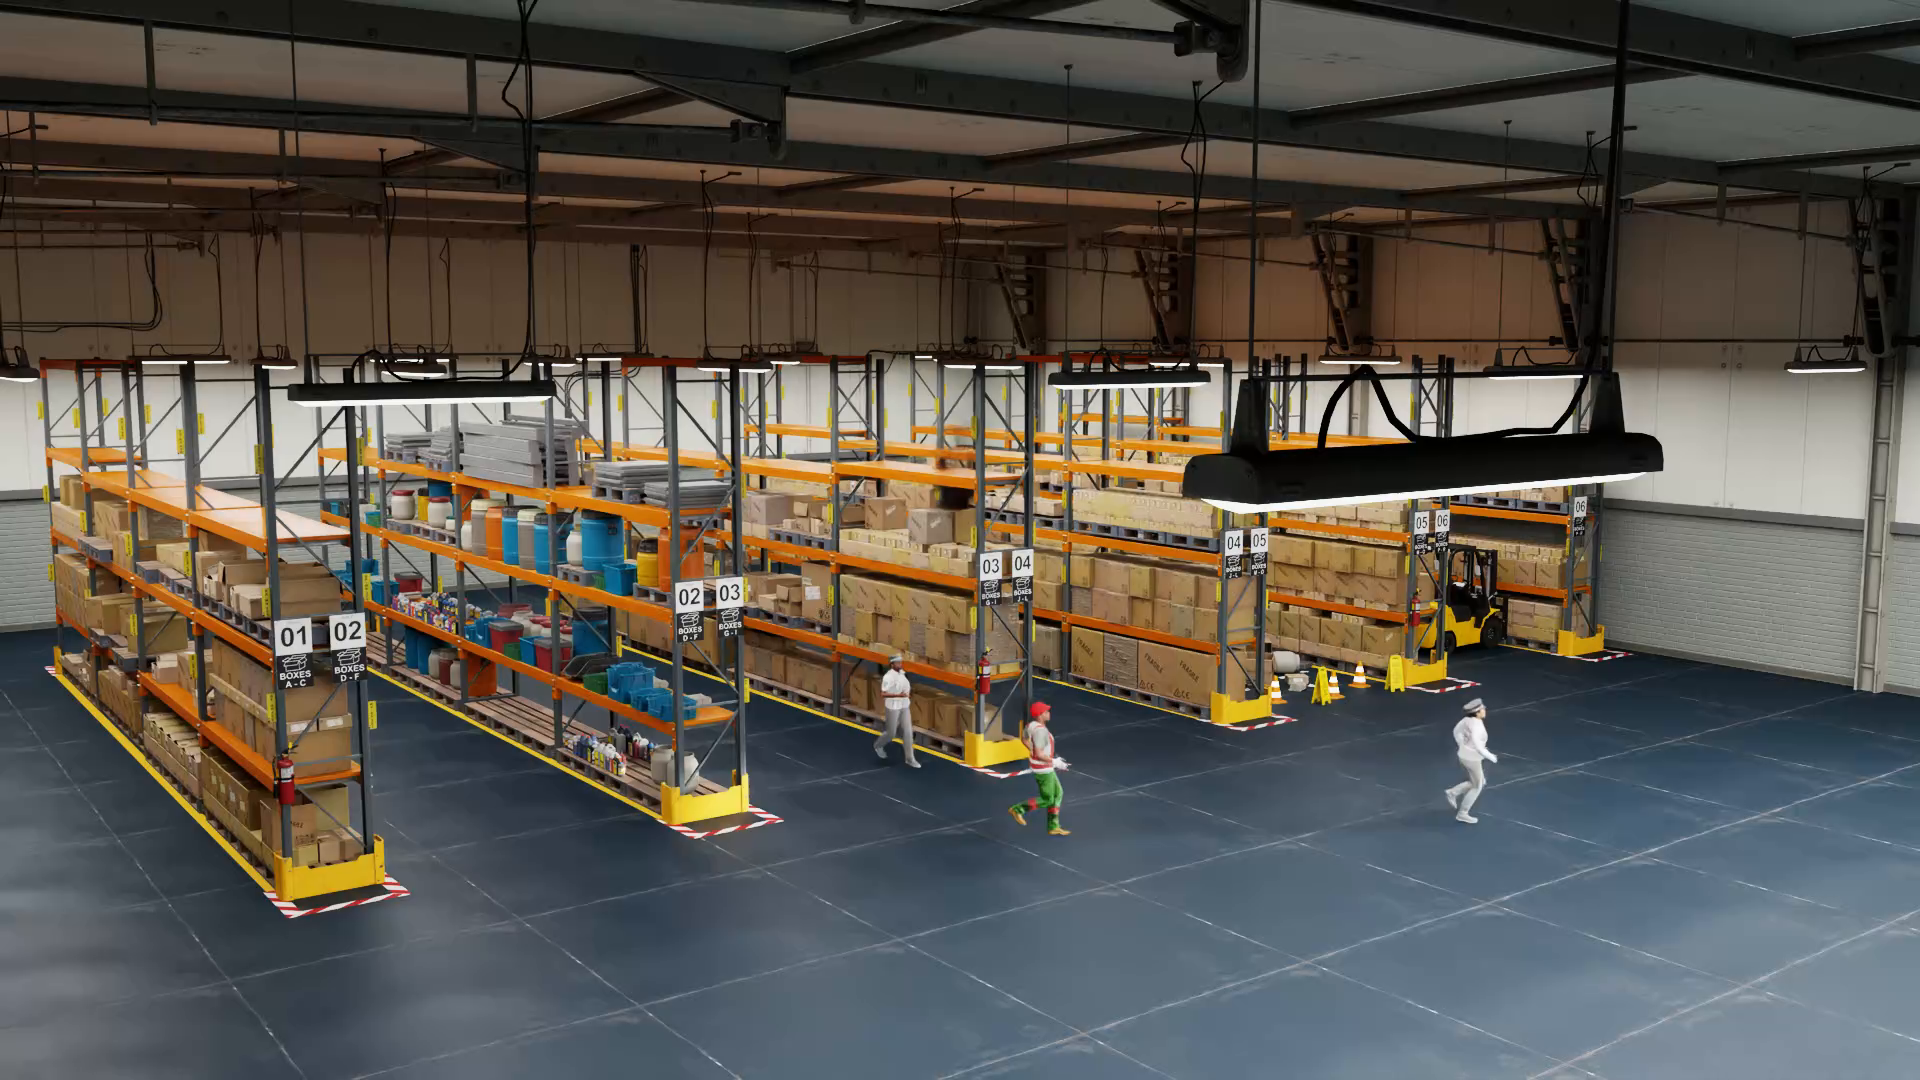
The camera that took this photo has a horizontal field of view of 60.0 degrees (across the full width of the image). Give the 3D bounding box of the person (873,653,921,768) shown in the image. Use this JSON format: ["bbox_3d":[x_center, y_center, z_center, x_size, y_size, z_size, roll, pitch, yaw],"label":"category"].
[{"bbox_3d":[-0.927,2.503,24.732,0.583,1.678,0.893,-6,9,-43],"label":"person"}]

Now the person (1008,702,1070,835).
[{"bbox_3d":[1.010,2.928,21.263,0.825,1.754,0.669,-1,7,-6],"label":"person"}]

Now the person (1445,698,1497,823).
[{"bbox_3d":[6.737,2.894,21.926,0.615,1.661,0.637,0,7,-2],"label":"person"}]
